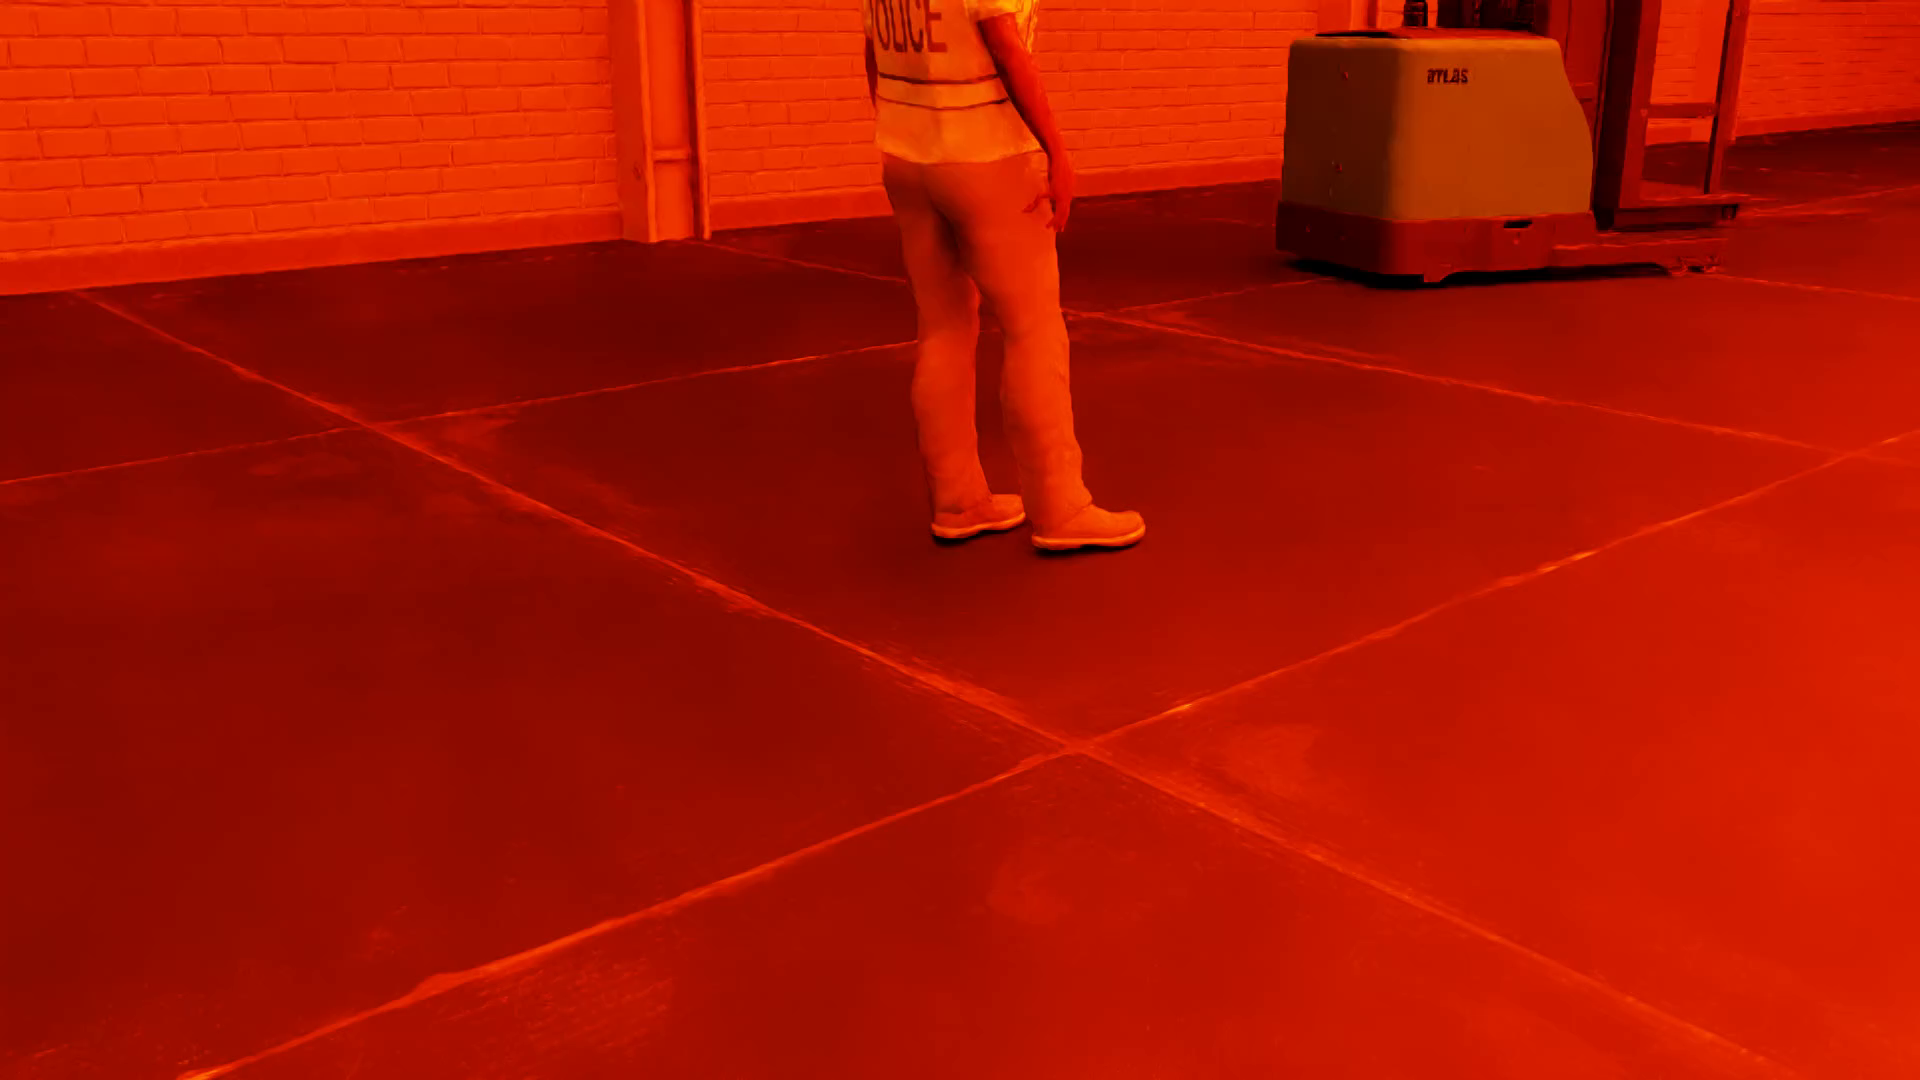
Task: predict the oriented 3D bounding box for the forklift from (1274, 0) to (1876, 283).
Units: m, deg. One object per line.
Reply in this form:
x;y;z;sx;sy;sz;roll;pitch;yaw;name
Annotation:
3.123;-2.796;7.876;3.031;2.935;1.130;-6;18;-19;forklift

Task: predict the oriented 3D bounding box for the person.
0.070;-0.826;3.625;0.529;1.695;0.570;-14;22;-38;person
